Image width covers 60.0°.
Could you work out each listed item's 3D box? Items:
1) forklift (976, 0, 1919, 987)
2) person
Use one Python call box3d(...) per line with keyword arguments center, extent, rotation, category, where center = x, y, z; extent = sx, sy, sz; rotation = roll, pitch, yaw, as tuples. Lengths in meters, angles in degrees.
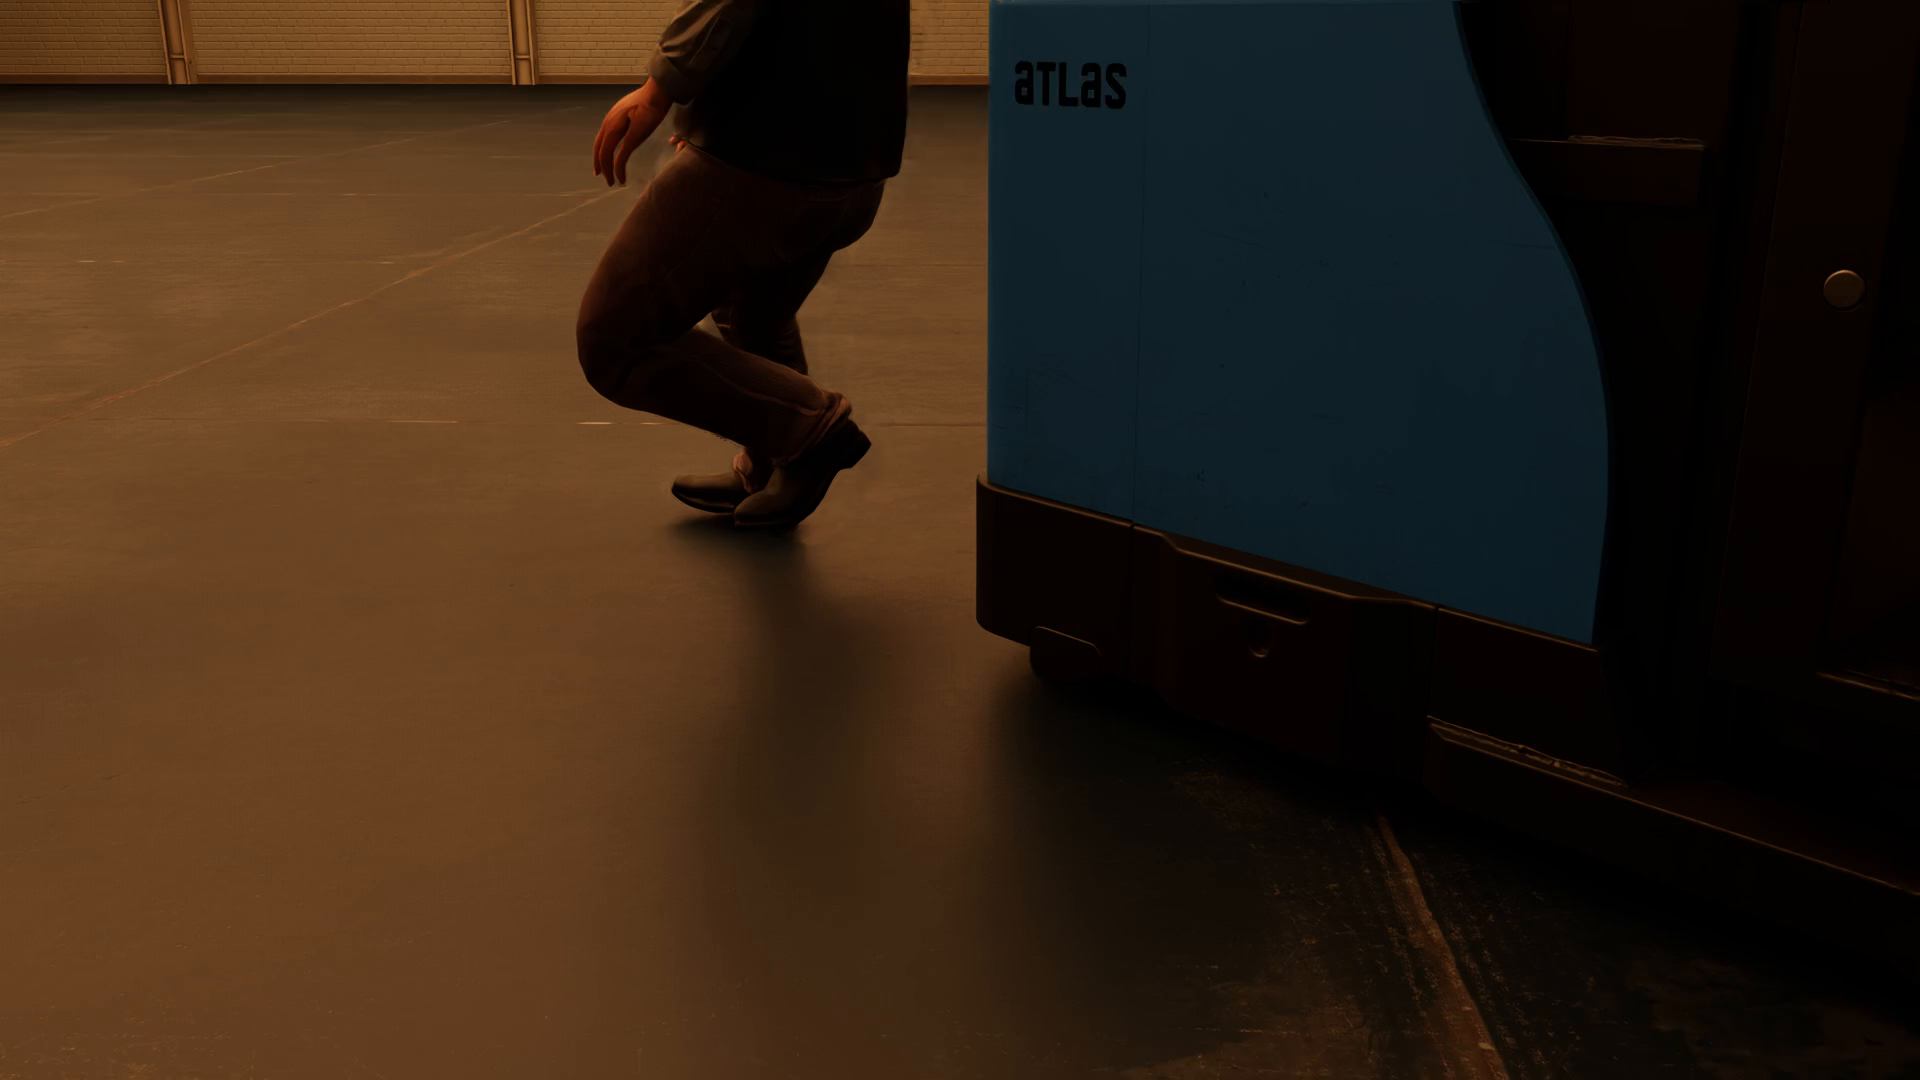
box3d(center=(1.414, -0.989, 1.615), extent=(1.130, 2.935, 3.031), rotation=(-16, 23, -42), category="forklift")
box3d(center=(-0.389, -0.697, 2.928), extent=(0.684, 1.614, 0.772), rotation=(6, 18, 17), category="person")
